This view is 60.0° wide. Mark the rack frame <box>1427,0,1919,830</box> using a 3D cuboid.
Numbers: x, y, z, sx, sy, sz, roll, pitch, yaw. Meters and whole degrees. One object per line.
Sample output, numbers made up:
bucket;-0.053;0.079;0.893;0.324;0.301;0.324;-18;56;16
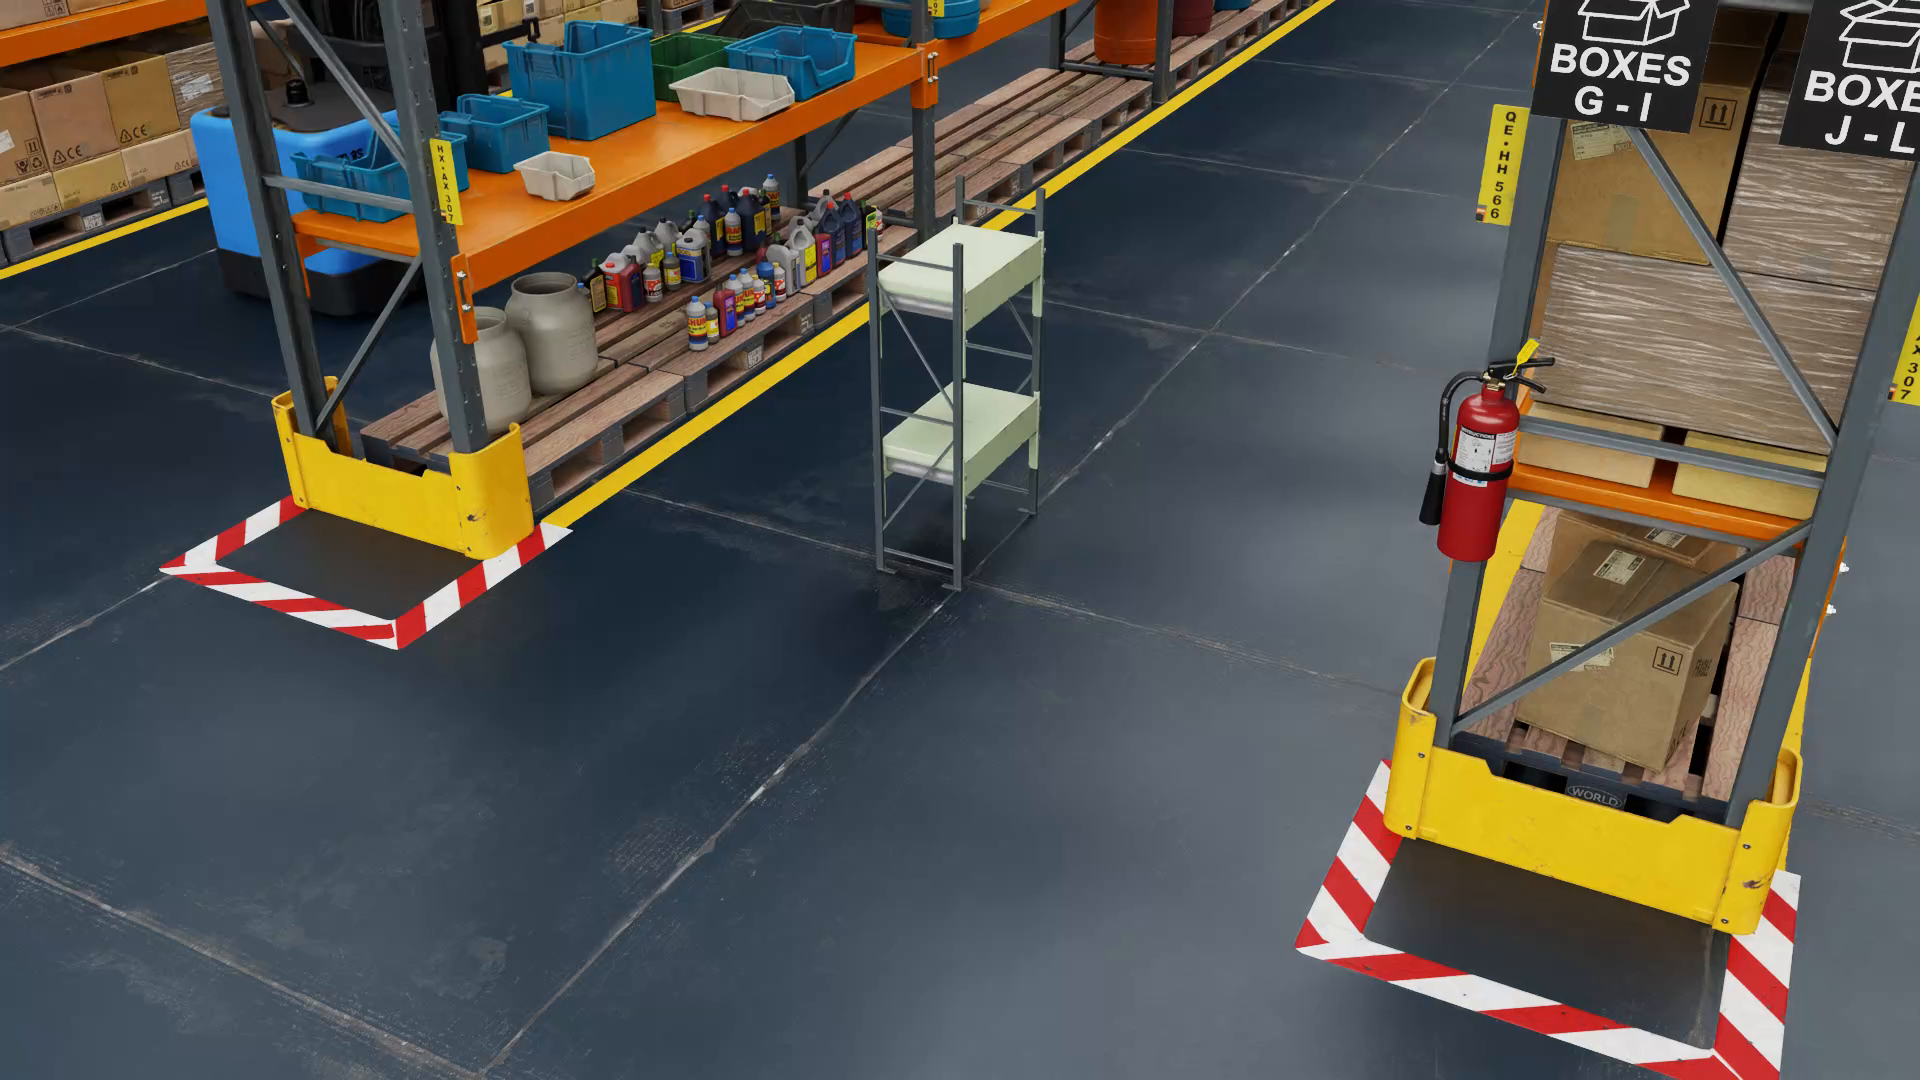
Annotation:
rack frame;1.965;-0.245;4.665;1.000;3.000;0.127;14;33;23

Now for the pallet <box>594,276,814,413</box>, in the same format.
pallet;-1.519;-1.102;8.957;1.003;0.211;1.213;14;33;23

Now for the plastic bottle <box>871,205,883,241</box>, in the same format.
plastic bottle;-0.509;-1.888;9.894;0.097;0.201;0.097;0;30;0

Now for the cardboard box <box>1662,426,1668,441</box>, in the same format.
cardboard box;2.026;-0.420;5.222;0.380;0.149;0.250;14;33;23

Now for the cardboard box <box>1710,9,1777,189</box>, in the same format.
cardboard box;2.219;-1.374;5.228;0.500;0.500;0.500;14;33;23

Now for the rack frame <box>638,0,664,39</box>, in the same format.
rack frame;-3.207;-6.041;14.757;1.000;3.000;0.127;14;33;23

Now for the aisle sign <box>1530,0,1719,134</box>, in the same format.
aisle sign;1.670;-1.413;4.088;0.394;0.787;0.004;14;33;23

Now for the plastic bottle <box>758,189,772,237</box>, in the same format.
plastic bottle;-1.185;-1.940;9.902;0.061;0.283;0.133;14;33;23

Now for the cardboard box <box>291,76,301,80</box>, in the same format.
cardboard box;-4.625;-3.380;12.463;0.500;0.250;0.500;13;33;22

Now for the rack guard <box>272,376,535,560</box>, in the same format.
rack guard;-2.451;-0.329;7.321;1.175;0.500;0.348;14;33;23

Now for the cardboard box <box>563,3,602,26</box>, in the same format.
cardboard box;-3.461;-4.513;14.436;0.500;0.250;0.500;14;33;23

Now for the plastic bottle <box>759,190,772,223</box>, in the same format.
plastic bottle;-1.203;-2.033;10.146;0.097;0.201;0.097;0;30;0

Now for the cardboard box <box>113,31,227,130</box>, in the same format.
cardboard box;-5.284;-3.108;11.237;0.500;0.500;0.500;14;33;23

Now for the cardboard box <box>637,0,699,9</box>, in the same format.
cardboard box;-2.745;-5.285;15.509;0.500;0.500;0.500;16;33;25

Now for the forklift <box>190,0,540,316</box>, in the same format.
forklift;-3.141;-3.225;9.923;1.130;2.935;3.031;15;33;25

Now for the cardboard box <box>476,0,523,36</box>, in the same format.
cardboard box;-3.920;-4.309;13.518;0.500;0.311;0.500;15;33;25

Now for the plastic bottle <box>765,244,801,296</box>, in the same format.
plastic bottle;-0.970;-1.502;9.146;0.152;0.276;0.135;15;33;24

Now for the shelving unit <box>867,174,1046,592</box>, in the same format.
shelving unit;-0.003;-0.647;6.871;0.431;1.500;0.755;14;33;23

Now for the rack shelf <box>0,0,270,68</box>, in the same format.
rack shelf;-5.940;-3.069;10.305;1.077;0.370;4.000;14;33;23

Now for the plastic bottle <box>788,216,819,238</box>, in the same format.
plastic bottle;-0.889;-1.738;9.558;0.152;0.276;0.135;14;33;23

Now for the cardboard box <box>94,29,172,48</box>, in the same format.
cardboard box;-5.740;-3.225;11.439;0.500;0.500;0.500;14;33;23

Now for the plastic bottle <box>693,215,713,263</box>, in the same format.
plastic bottle;-1.478;-1.729;9.546;0.097;0.271;0.097;0;30;0

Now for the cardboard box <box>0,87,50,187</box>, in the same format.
cardboard box;-5.967;-2.443;10.079;0.500;0.500;0.500;14;33;23

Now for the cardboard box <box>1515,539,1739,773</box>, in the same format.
cardboard box;2.265;0.383;5.658;0.500;0.500;0.500;21;36;32

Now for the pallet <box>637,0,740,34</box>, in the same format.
pallet;-2.833;-5.154;16.013;1.003;0.211;1.213;14;33;23

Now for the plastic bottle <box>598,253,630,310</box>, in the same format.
plastic bottle;-1.858;-1.398;8.965;0.152;0.276;0.135;15;33;24

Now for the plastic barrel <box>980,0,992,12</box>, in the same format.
plastic barrel;0.009;-3.576;10.328;0.433;0.535;0.433;0;30;0

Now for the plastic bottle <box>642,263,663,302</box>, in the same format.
plastic bottle;-1.675;-1.407;9.056;0.097;0.201;0.097;0;30;0

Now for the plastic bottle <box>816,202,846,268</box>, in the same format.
plastic bottle;-0.746;-1.748;9.501;0.144;0.351;0.185;13;32;21

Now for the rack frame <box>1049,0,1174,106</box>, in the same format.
rack frame;1.201;-4.915;12.798;1.000;3.000;0.127;14;33;23

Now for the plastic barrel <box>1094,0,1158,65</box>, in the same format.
plastic barrel;1.408;-4.377;13.618;0.600;0.830;0.708;14;33;23

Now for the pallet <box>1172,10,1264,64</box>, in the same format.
pallet;2.080;-4.604;15.055;1.003;0.211;1.213;14;33;23

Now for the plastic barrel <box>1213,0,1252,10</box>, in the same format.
plastic barrel;2.437;-5.410;15.344;0.600;0.901;0.708;14;33;23

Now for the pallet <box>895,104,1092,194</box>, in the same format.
pallet;0.256;-2.833;11.971;1.003;0.211;1.213;14;33;23

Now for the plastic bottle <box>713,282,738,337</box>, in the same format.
plastic bottle;-1.221;-1.211;8.633;0.061;0.283;0.133;15;33;24

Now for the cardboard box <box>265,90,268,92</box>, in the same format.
cardboard box;-5.046;-3.002;11.805;0.500;0.250;0.500;14;33;23

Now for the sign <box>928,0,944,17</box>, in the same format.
sign;-0.137;-3.133;9.415;0.100;0.325;0.005;14;33;23

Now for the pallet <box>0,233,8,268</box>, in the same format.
pallet;-6.540;-1.634;9.883;1.003;0.211;1.213;14;33;23

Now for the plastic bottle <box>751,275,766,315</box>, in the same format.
plastic bottle;-1.094;-1.320;8.904;0.097;0.201;0.097;0;30;0

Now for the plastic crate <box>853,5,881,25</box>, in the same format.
plastic crate;-0.673;-3.454;10.188;0.402;0.464;0.583;14;33;23

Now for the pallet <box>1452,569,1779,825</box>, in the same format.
pallet;2.402;0.578;6.031;1.003;0.211;1.213;14;33;23

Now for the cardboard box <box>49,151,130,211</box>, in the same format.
cardboard box;-5.724;-2.336;10.645;0.500;0.250;0.500;14;33;23

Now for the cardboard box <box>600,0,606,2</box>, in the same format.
cardboard box;-3.227;-4.986;14.696;0.500;0.311;0.500;15;33;25

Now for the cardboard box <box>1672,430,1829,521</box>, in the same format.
cardboard box;2.308;-0.209;4.854;0.380;0.149;0.250;14;33;23

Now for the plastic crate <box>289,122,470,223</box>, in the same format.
plastic crate;-2.482;-1.594;7.163;0.499;0.251;0.616;14;33;23

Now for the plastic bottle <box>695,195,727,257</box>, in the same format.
plastic bottle;-1.445;-1.837;9.655;0.144;0.351;0.185;13;32;21

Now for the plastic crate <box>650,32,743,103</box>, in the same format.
plastic crate;-1.491;-2.513;8.826;0.450;0.188;0.662;14;33;23

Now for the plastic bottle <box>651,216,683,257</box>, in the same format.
plastic bottle;-1.638;-1.648;9.327;0.144;0.351;0.185;14;33;23

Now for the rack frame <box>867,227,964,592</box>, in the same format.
rack frame;-0.170;-0.485;6.589;0.400;1.500;0.023;14;33;23

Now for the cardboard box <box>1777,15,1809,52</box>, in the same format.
cardboard box;2.693;-1.253;5.017;0.500;0.500;0.500;14;33;23
